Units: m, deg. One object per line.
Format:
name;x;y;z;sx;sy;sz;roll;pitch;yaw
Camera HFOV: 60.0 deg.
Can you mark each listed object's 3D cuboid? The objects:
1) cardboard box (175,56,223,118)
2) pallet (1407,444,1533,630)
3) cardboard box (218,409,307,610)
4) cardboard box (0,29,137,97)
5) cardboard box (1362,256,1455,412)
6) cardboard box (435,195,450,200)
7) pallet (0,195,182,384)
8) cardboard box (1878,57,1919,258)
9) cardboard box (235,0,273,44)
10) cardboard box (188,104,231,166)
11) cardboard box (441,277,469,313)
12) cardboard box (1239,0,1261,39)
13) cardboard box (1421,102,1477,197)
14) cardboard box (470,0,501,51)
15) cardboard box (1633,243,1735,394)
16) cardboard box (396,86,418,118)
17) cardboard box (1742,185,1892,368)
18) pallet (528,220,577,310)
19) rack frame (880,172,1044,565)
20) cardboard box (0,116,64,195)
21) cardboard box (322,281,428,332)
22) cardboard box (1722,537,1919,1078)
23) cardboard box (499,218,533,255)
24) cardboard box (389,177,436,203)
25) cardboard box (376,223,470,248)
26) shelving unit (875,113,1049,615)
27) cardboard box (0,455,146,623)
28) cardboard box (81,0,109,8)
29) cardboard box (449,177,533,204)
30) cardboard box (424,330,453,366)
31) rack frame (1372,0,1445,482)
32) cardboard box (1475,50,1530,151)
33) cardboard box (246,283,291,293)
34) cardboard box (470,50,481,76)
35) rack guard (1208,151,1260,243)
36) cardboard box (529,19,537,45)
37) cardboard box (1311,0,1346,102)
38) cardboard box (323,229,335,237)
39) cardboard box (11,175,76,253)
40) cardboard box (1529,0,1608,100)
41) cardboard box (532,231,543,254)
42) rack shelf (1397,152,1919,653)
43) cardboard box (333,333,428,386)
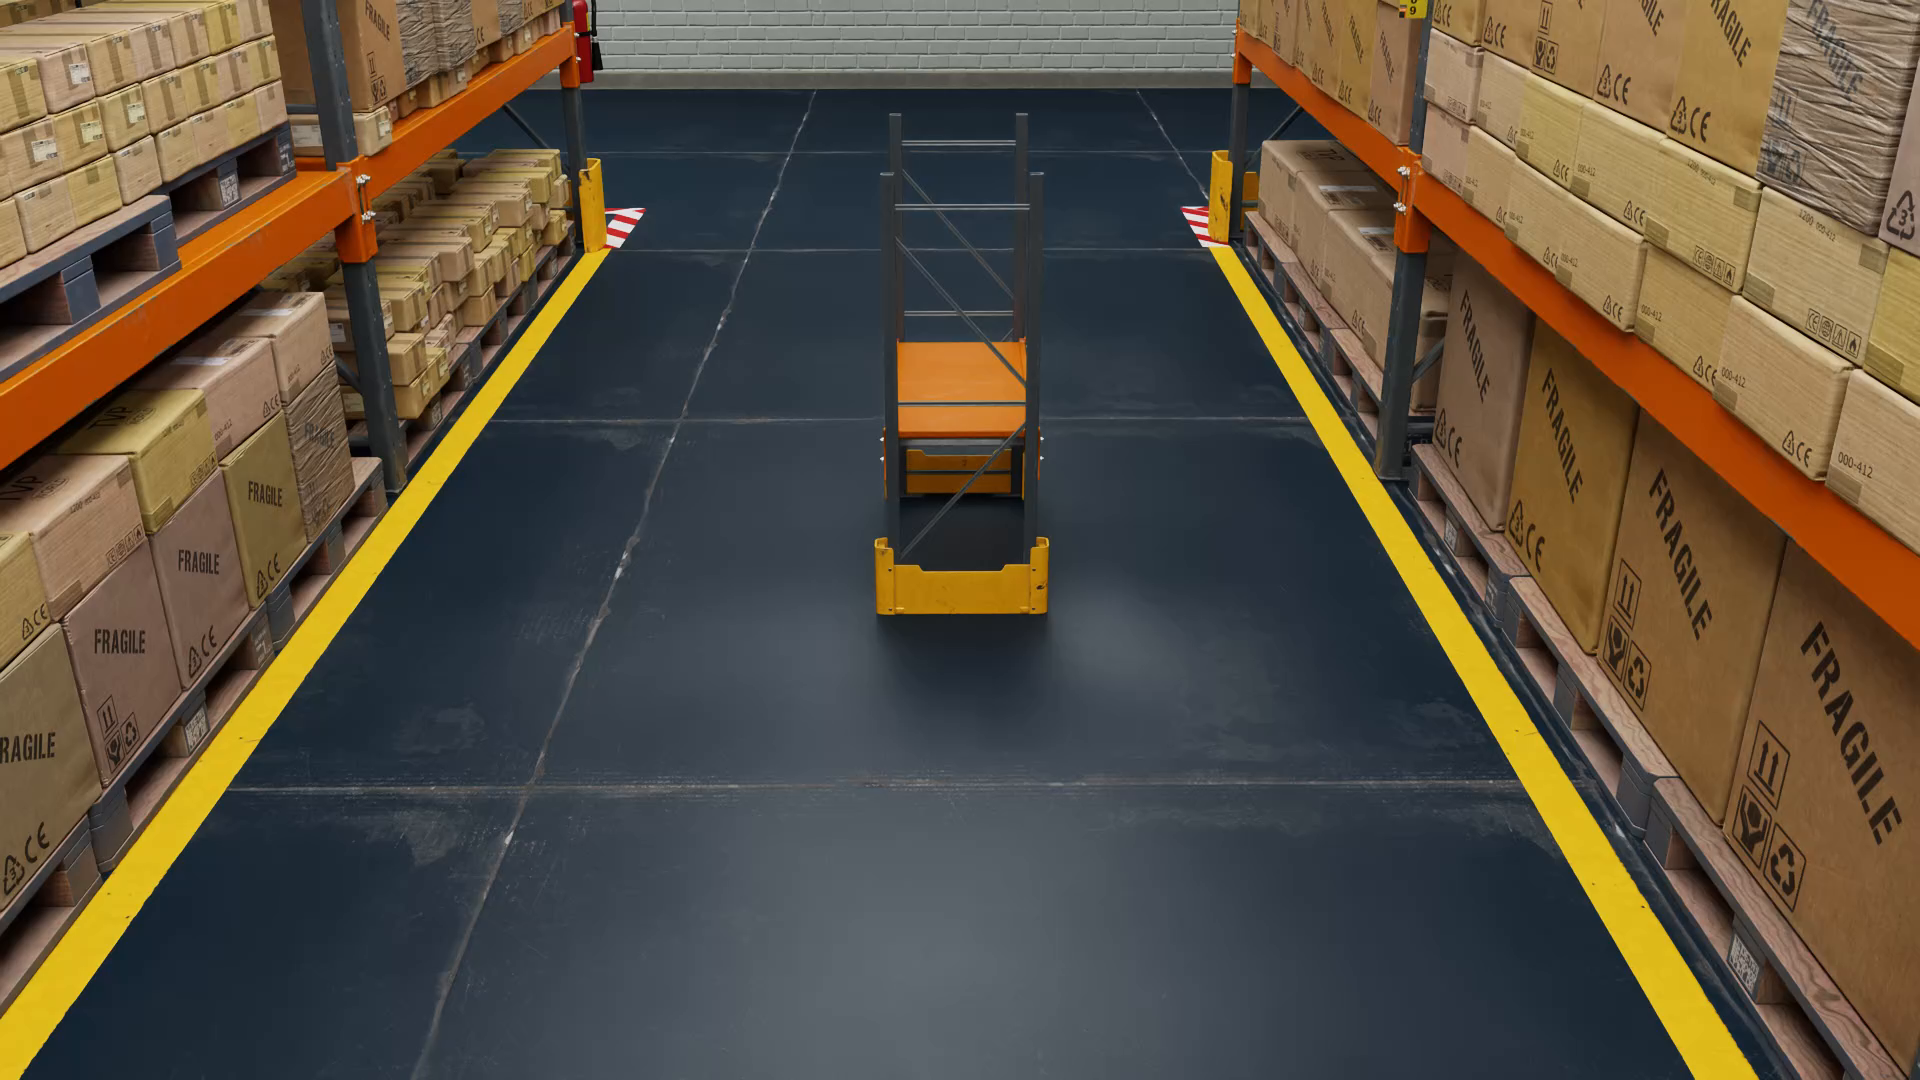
cardboard box;-2.535;-1.405;5.151;0.380;0.149;0.250;1;24;2
pallet;2.292;-0.042;6.087;1.003;0.211;1.213;0;24;-1
cardboard box;-2.476;-0.104;5.363;0.500;0.500;0.500;-1;24;-2
cardboard box;-2.534;-1.323;4.609;0.380;0.149;0.250;-1;24;-2
cardboard box;2.308;-0.914;7.229;0.875;0.438;0.875;-1;24;-1
cardboard box;-2.998;-1.812;9.205;0.380;0.149;0.250;0;24;0
pallet;-2.760;-0.646;4.272;1.003;0.211;1.213;0;24;-1
cardboard box;1.984;-0.695;2.812;0.500;0.500;0.500;-1;24;-2
cardboard box;-2.541;-1.750;5.552;0.380;0.149;0.250;1;24;2
cardboard box;-2.534;-1.271;5.215;0.380;0.149;0.250;0;24;-1
cardboard box;-2.536;-1.174;7.795;0.380;0.149;0.250;1;24;2
cardboard box;1.882;-3.125;9.398;0.500;0.500;0.500;0;24;-1
cardboard box;1.949;-1.380;5.842;0.500;0.250;0.500;-1;24;-2
cardboard box;-2.512;-2.585;7.844;0.500;0.500;0.500;1;24;2
cardboard box;1.976;-0.539;3.984;0.500;0.250;0.500;0;24;-1
cardboard box;-2.546;-1.898;7.111;0.380;0.149;0.250;-1;24;-3
cardboard box;1.983;-0.551;3.404;0.500;0.250;0.500;-1;24;-2
pallet;-2.810;-1.578;9.483;1.003;0.211;1.213;0;24;-1
rack frame;0.006;-0.439;5.400;0.500;1.500;0.032;0;24;-1
cardboard box;-2.524;-0.973;4.195;0.380;0.149;0.250;1;24;1
cardboard box;-2.481;-0.987;7.019;0.380;0.149;0.250;1;24;2
cardboard box;2.327;0.510;3.552;0.875;0.875;0.875;0;24;-1
cardboard box;-2.467;-1.599;8.734;0.380;0.149;0.250;0;24;0
cardboard box;-3.035;-1.841;8.910;0.380;0.149;0.250;-1;24;-3
cardboard box;-2.565;-1.415;7.967;0.380;0.149;0.250;-1;24;-3
shelving unit;0.001;-0.652;5.871;0.587;1.500;1.083;0;24;-1
cardboard box;-2.461;-0.010;4.247;0.500;0.250;0.500;0;24;0
cardboard box;-3.029;-1.946;6.430;0.500;0.500;0.500;0;24;0
cardboard box;-2.511;-1.844;8.916;0.380;0.149;0.250;-1;24;-3
cardboard box;-2.481;-0.822;7.378;0.380;0.149;0.250;0;24;-1
rack frame;2.208;-1.630;6.215;1.000;3.000;0.127;0;24;-1
cardboard box;1.964;-1.393;5.264;0.500;0.250;0.500;0;24;0
cardboard box;-3.047;-0.980;7.006;0.380;0.149;0.250;0;24;0
cardboard box;-2.553;-2.327;8.059;0.380;0.149;0.250;0;24;0
rack guard;2.164;-2.150;10.396;1.175;0.500;0.348;0;24;-1
cardboard box;-2.515;-2.761;9.020;0.380;0.149;0.250;0;24;-1
cardboard box;1.916;-2.285;7.541;0.500;0.500;0.500;-1;24;-1
cardboard box;-3.093;-1.412;7.961;0.380;0.149;0.250;-1;24;-2
cardboard box;-2.518;-0.834;4.249;0.380;0.149;0.250;-1;24;-2
cardboard box;1.961;-1.533;4.664;0.500;0.500;0.500;-1;24;-2
cardboard box;-2.549;-1.676;9.267;0.380;0.149;0.250;0;24;-1
rack shelf;2.230;-0.478;4.541;1.077;0.370;4.000;0;24;-1
cardboard box;-2.425;-0.745;6.847;0.380;0.149;0.250;1;24;2
